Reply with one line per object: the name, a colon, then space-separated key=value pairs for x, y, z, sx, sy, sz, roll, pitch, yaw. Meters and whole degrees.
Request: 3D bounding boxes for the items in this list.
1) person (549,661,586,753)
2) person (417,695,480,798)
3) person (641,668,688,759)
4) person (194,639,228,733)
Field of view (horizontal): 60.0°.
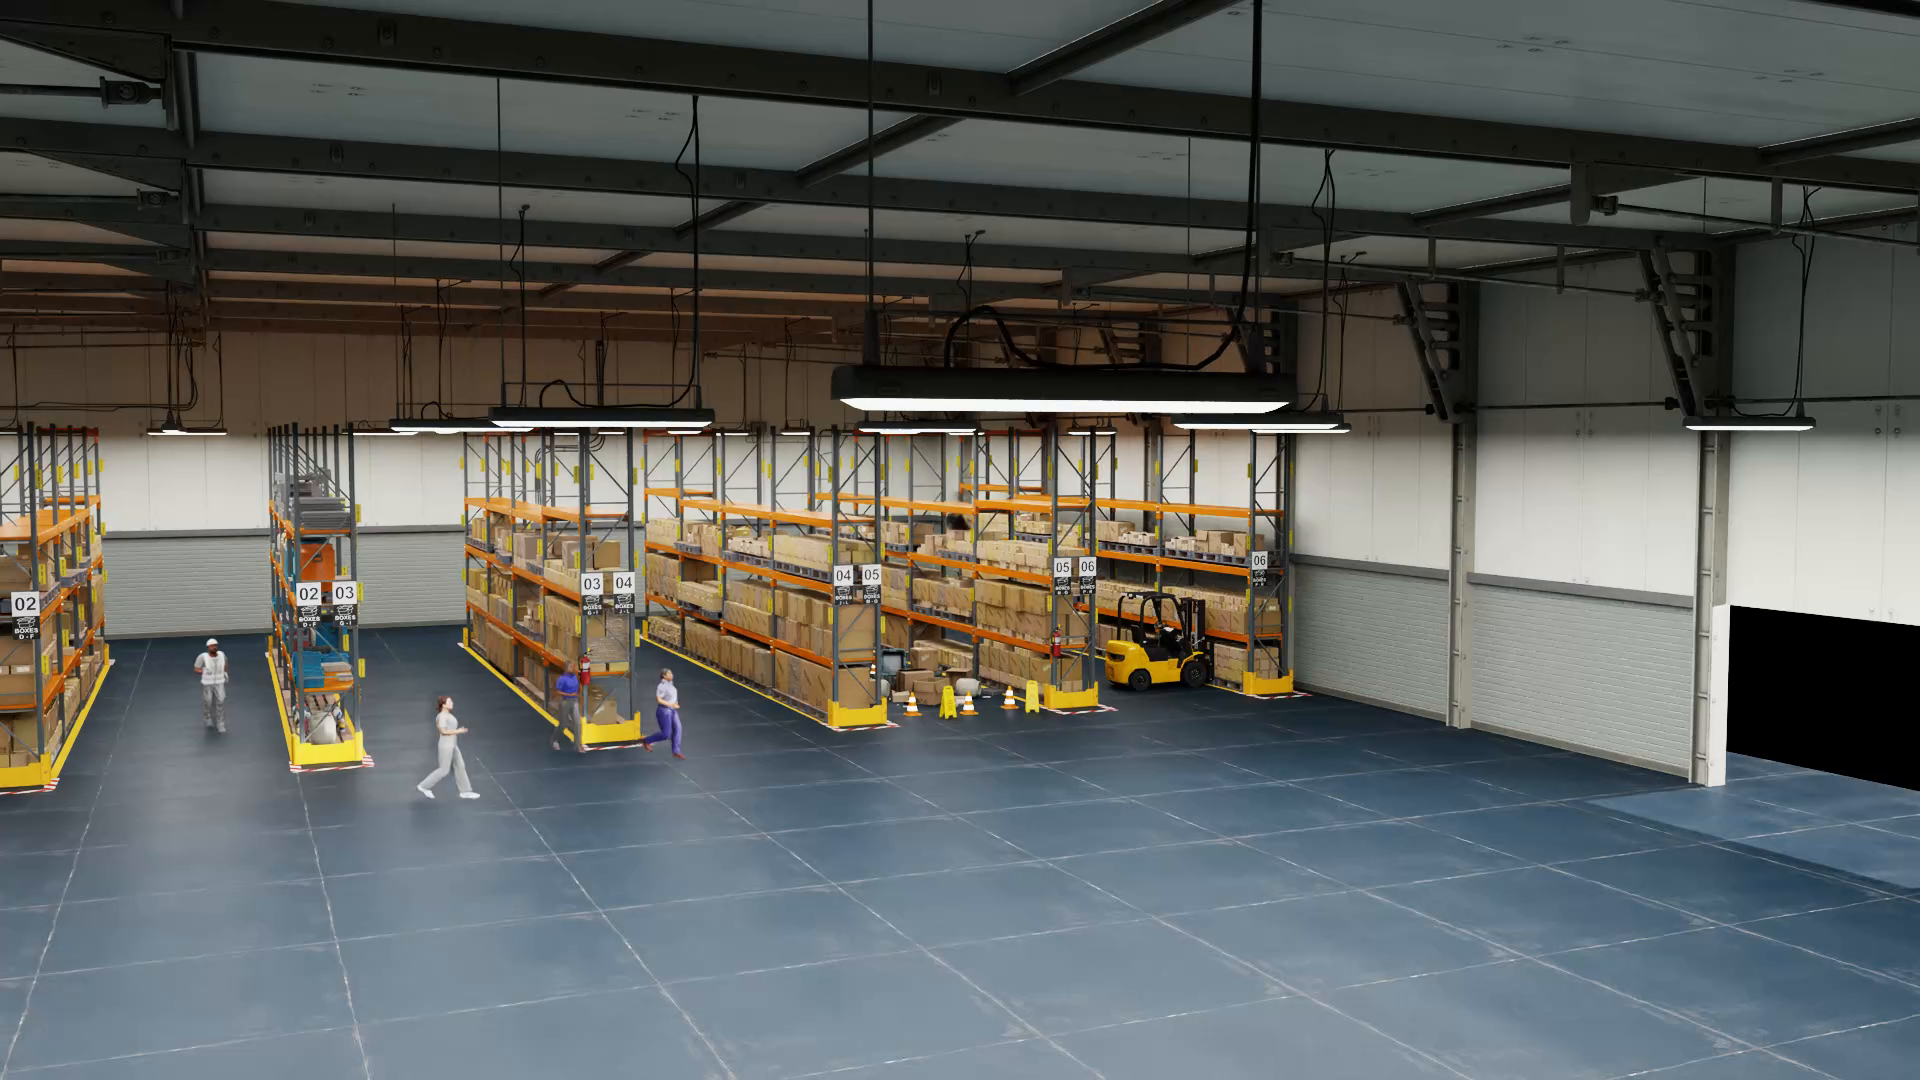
person: x=-7.114 y=3.021 z=30.265 sx=0.867 sy=1.650 sz=0.597 roll=3 pitch=4 yaw=37
person: x=-8.046 y=3.252 z=26.133 sx=0.948 sy=1.647 sz=0.576 roll=0 pitch=3 yaw=-5
person: x=-5.282 y=3.115 z=29.733 sx=0.836 sy=1.648 sz=0.623 roll=1 pitch=4 yaw=10
person: x=-14.643 y=2.847 z=32.562 sx=0.661 sy=1.840 sz=0.814 roll=-2 pitch=4 yaw=-35
